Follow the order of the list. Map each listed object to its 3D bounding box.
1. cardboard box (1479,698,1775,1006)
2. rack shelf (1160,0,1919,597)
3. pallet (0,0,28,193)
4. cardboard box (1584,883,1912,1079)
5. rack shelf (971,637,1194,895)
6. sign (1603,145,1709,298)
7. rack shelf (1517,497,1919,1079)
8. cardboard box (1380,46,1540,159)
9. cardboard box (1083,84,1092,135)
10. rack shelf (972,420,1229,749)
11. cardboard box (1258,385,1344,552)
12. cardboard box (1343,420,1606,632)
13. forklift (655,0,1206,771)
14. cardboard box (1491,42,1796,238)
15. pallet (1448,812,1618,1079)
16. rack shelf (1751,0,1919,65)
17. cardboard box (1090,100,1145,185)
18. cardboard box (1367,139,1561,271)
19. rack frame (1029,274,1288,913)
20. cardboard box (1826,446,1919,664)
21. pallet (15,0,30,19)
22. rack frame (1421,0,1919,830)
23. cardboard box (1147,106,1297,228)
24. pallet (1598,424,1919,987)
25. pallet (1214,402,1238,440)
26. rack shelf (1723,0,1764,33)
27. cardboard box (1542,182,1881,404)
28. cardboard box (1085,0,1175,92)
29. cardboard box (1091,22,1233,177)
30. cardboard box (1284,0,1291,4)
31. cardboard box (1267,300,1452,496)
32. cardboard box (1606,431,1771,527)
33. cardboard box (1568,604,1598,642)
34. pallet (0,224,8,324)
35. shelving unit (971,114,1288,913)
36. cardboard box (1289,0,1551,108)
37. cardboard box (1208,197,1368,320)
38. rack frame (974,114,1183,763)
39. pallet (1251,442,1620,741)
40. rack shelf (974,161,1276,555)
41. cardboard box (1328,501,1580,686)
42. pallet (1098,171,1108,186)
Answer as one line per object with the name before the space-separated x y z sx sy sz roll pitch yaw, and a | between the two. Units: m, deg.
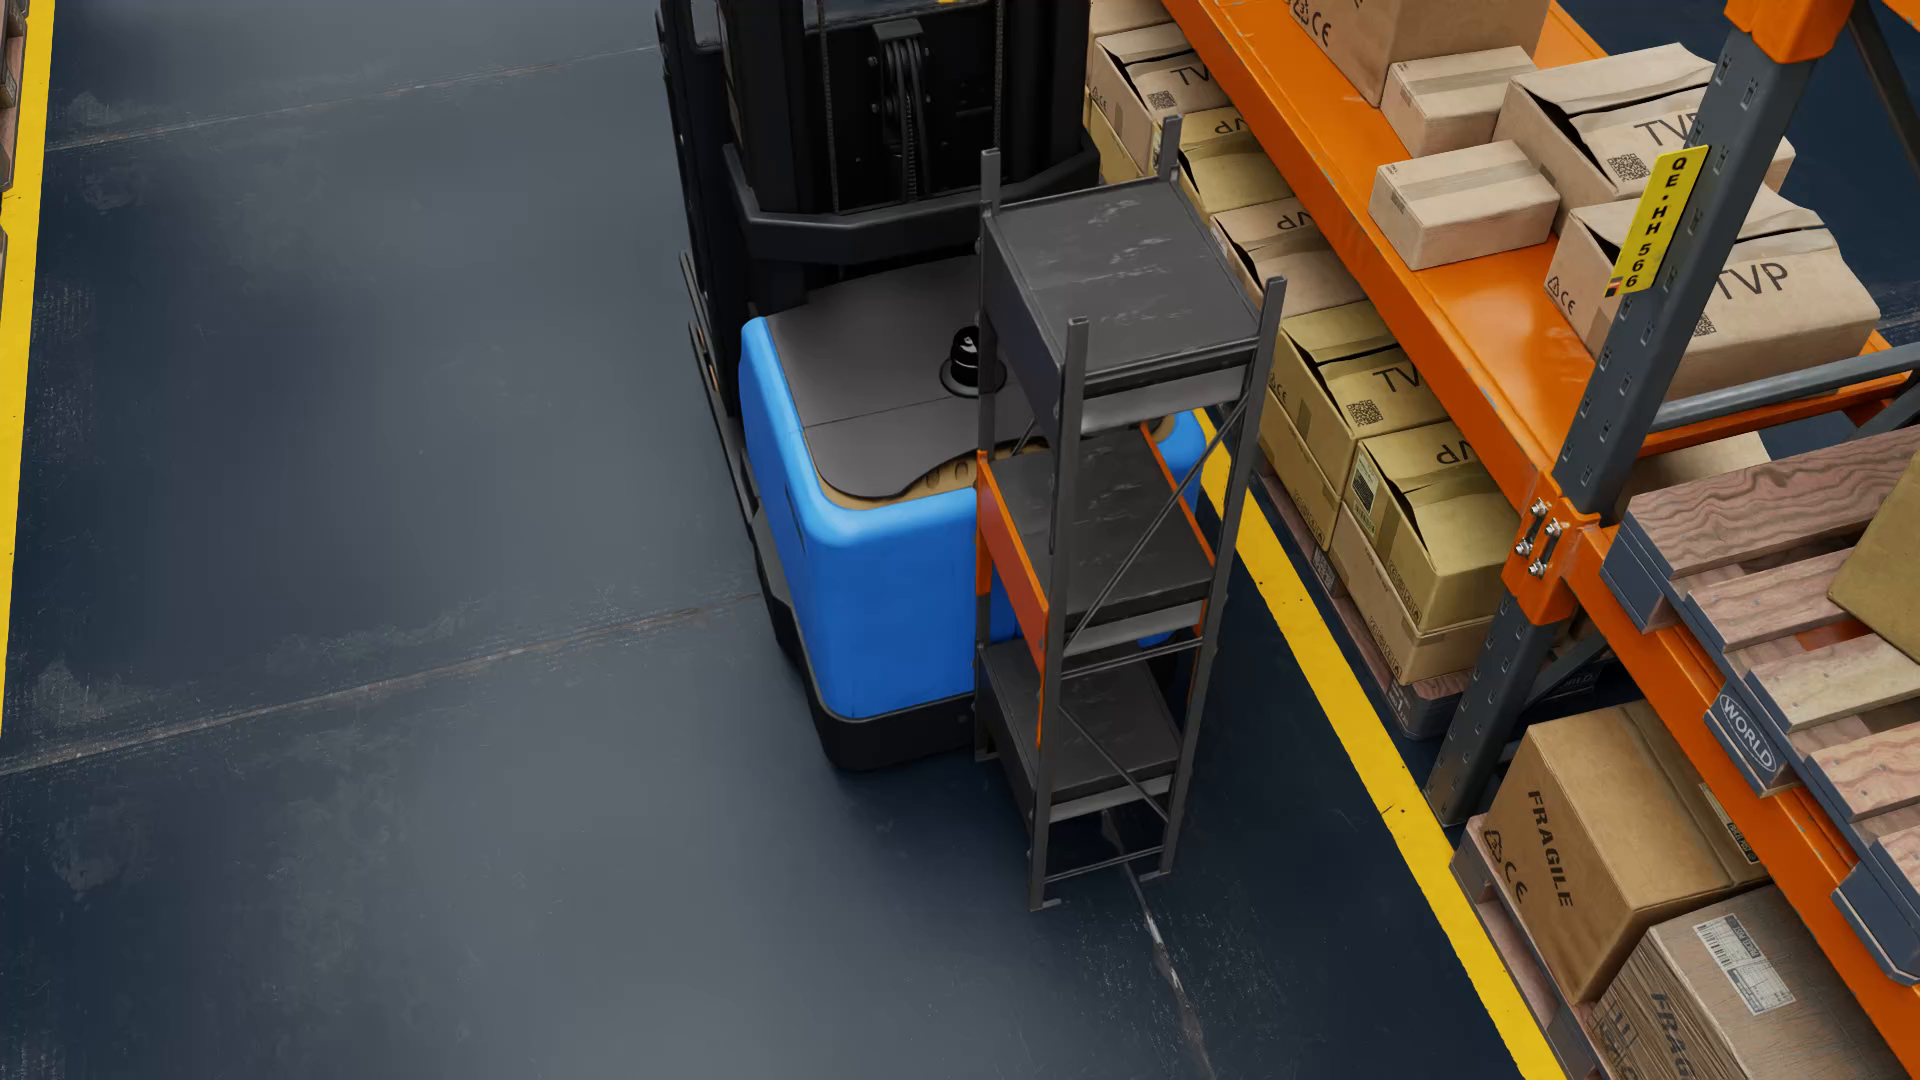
cardboard box | 1.649 0.734 4.016 0.500 0.500 0.500 -11 51 -9
rack shelf | 1.196 -1.556 5.070 1.077 0.370 4.000 -13 51 -11
pallet | -4.288 -1.732 6.572 1.003 0.211 1.213 -13 51 -11
cardboard box | 1.809 1.115 3.695 0.500 0.500 0.500 -15 51 -12
rack shelf | 0.305 0.546 4.350 0.431 0.518 0.480 -13 51 -11
sign | 1.258 -0.572 3.013 0.100 0.325 0.005 -13 51 -11
rack shelf | 2.379 1.366 2.607 1.077 0.370 4.000 -13 51 -11
cardboard box | 1.356 -1.164 4.434 0.380 0.149 0.250 -10 51 -8
cardboard box | 0.637 -1.773 6.307 0.500 0.250 0.500 -12 51 -10
rack shelf | 0.305 0.095 3.815 0.431 0.518 0.480 -13 51 -11
cardboard box | 1.243 -0.281 5.048 0.500 0.250 0.500 -14 51 -11
cardboard box | 1.397 -0.083 4.515 0.500 0.311 0.500 -12 51 -10
forklift | -0.292 -1.461 4.565 1.130 2.935 3.031 -13 51 -11
cardboard box | 1.708 -0.995 4.185 0.500 0.311 0.500 -14 51 -11
pallet | 1.972 1.126 4.163 1.003 0.211 1.213 -13 51 -11
rack shelf | 2.379 0.399 1.460 1.077 0.370 4.000 -13 51 -11
cardboard box | 0.792 -1.395 5.988 0.500 0.250 0.500 -15 51 -12
cardboard box | 1.257 -0.840 4.161 0.380 0.149 0.250 -13 51 -11
rack frame | 0.376 0.264 3.654 0.400 2.100 0.015 -13 51 -11
cardboard box | 2.081 -0.060 2.998 0.700 0.500 0.500 -30 56 -23
pallet | -4.652 -2.625 7.325 1.003 0.211 1.213 -13 51 -11
rack frame | 1.787 -0.327 3.564 1.000 3.000 0.127 -13 51 -11
cardboard box | 0.944 -1.197 5.454 0.500 0.311 0.500 -12 51 -10
pallet | 2.055 0.214 3.233 1.213 0.211 1.003 -13 51 -11
pallet | 1.224 -0.928 5.894 1.003 0.211 1.213 -13 51 -11
rack shelf | 1.196 -2.522 3.923 1.077 0.370 4.000 -13 51 -11
cardboard box | 1.721 -0.574 3.830 0.500 0.311 0.500 -10 51 -9
cardboard box | 0.631 -1.953 6.092 0.500 0.311 0.500 -14 51 -11
cardboard box | 0.786 -1.575 5.773 0.500 0.311 0.500 -15 51 -12
cardboard box | 1.120 -1.965 4.879 0.500 0.500 0.500 -13 51 -11
cardboard box | 1.237 -0.462 4.834 0.500 0.311 0.500 -14 51 -12
cardboard box | 1.913 -0.206 4.618 0.500 0.311 0.500 -12 51 -10
cardboard box | 1.913 -0.025 4.833 0.500 0.250 0.500 -13 51 -11
pallet | -3.859 -0.667 5.675 1.003 0.211 1.213 -13 51 -11
shelving unit | 0.305 0.086 3.804 0.431 2.100 0.503 -13 51 -11
cardboard box | 1.275 -1.581 4.555 0.500 0.500 0.500 -16 52 -13
cardboard box | 1.090 -0.831 5.146 0.500 0.311 0.500 -14 51 -11
rack frame | 0.233 -0.093 3.955 0.400 2.100 0.015 -13 51 -11
pallet | 1.581 -0.038 5.144 1.003 0.211 1.213 -13 51 -11
rack shelf | 0.305 -0.357 3.280 0.431 0.518 0.480 -13 51 -11
cardboard box | 1.398 0.095 4.732 0.500 0.250 0.500 -12 51 -10
pallet | 0.859 -1.820 6.646 1.003 0.211 1.213 -13 51 -11
